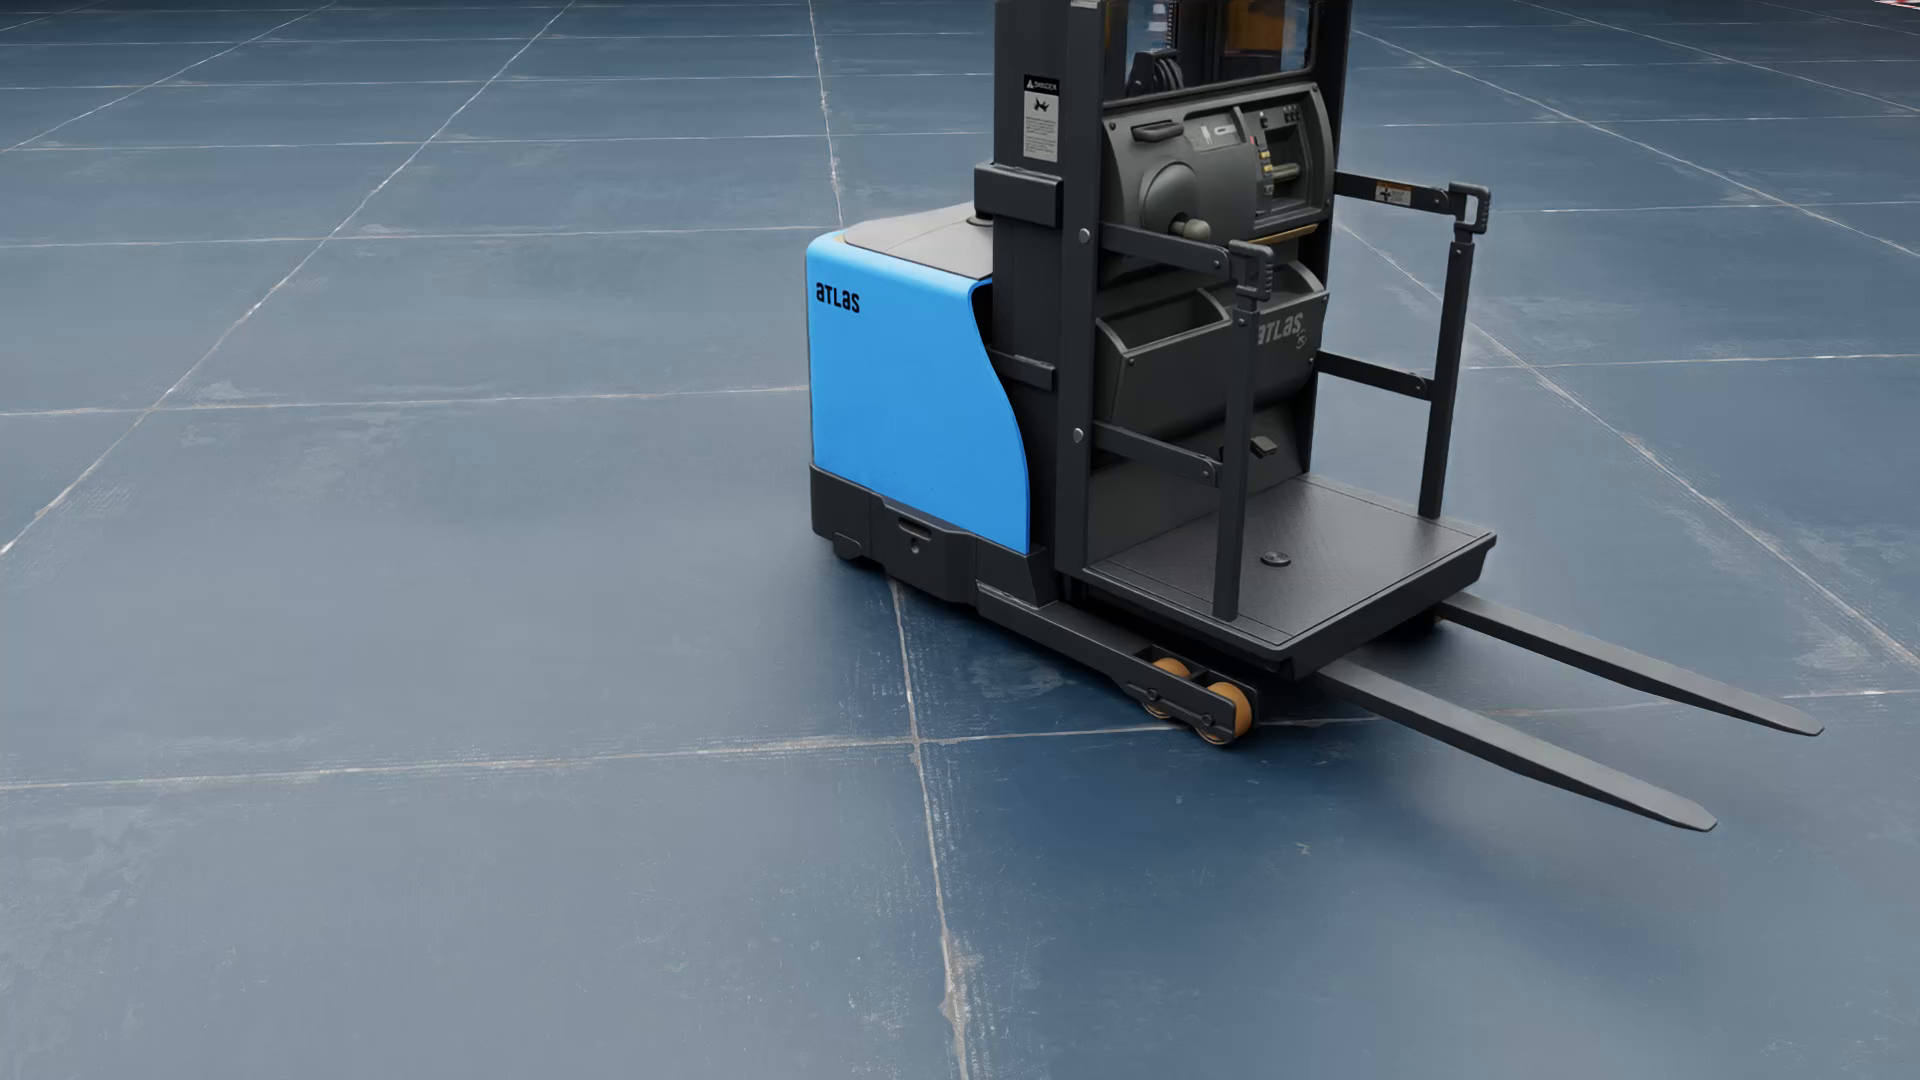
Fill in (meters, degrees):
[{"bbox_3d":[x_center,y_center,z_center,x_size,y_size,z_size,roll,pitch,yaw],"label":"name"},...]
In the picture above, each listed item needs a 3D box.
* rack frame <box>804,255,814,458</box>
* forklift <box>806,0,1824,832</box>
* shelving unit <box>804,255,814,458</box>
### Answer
[{"bbox_3d":[-0.488,-0.531,5.837,0.006,0.900,0.240,-11,26,-23],"label":"rack frame"},{"bbox_3d":[0.875,-1.021,4.439,1.130,2.935,3.031,-21,32,-39],"label":"forklift"},{"bbox_3d":[-0.395,-0.548,5.876,0.210,0.900,0.258,-11,26,-23],"label":"shelving unit"}]
